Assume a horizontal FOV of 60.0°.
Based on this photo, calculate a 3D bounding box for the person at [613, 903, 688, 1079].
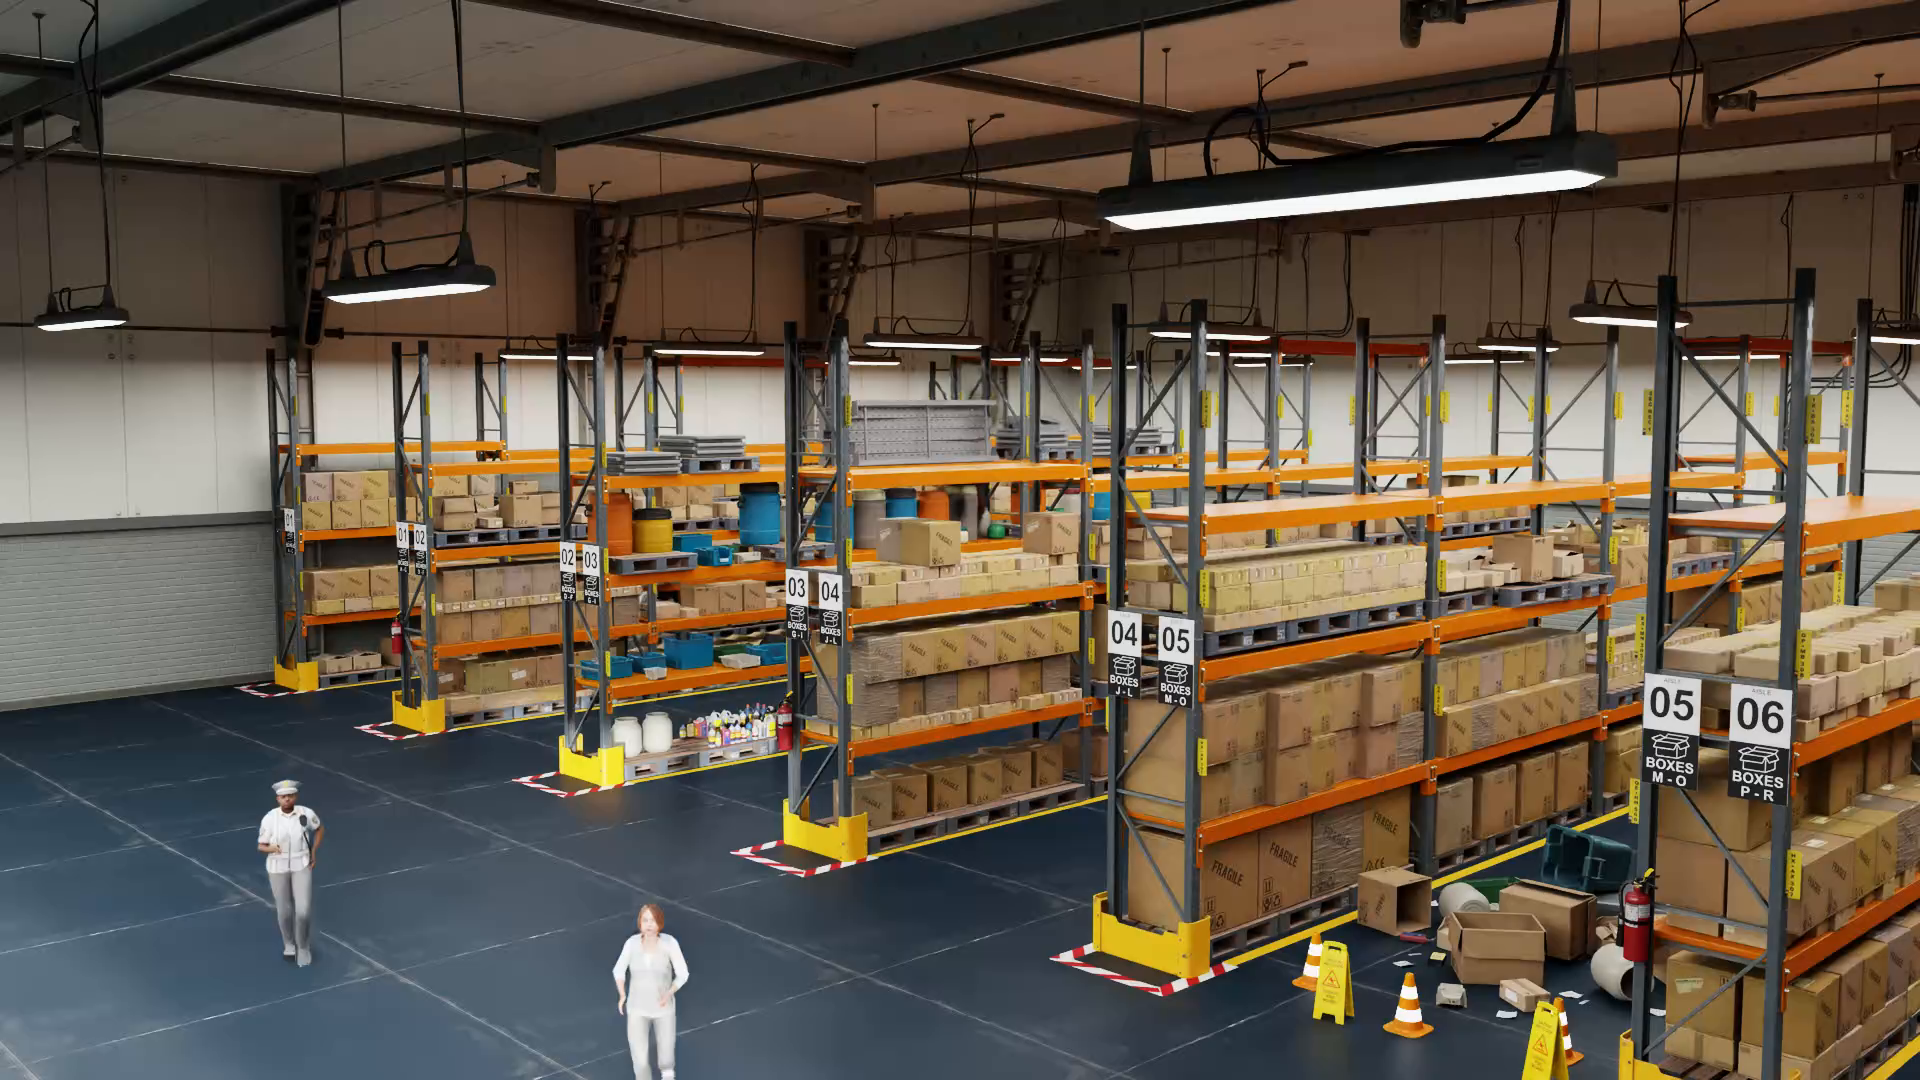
[{"bbox_3d":[-2.215,3.359,11.900,0.542,1.552,0.680,0,5,-4],"label":"person"}]

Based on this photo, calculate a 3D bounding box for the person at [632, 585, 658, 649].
[{"bbox_3d":[-5.961,1.588,30.870,0.634,1.800,0.939,4,6,39],"label":"person"}]

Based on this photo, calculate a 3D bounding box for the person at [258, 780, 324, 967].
[{"bbox_3d":[-6.067,3.025,15.098,0.558,1.728,0.667,-2,5,-20],"label":"person"}]
